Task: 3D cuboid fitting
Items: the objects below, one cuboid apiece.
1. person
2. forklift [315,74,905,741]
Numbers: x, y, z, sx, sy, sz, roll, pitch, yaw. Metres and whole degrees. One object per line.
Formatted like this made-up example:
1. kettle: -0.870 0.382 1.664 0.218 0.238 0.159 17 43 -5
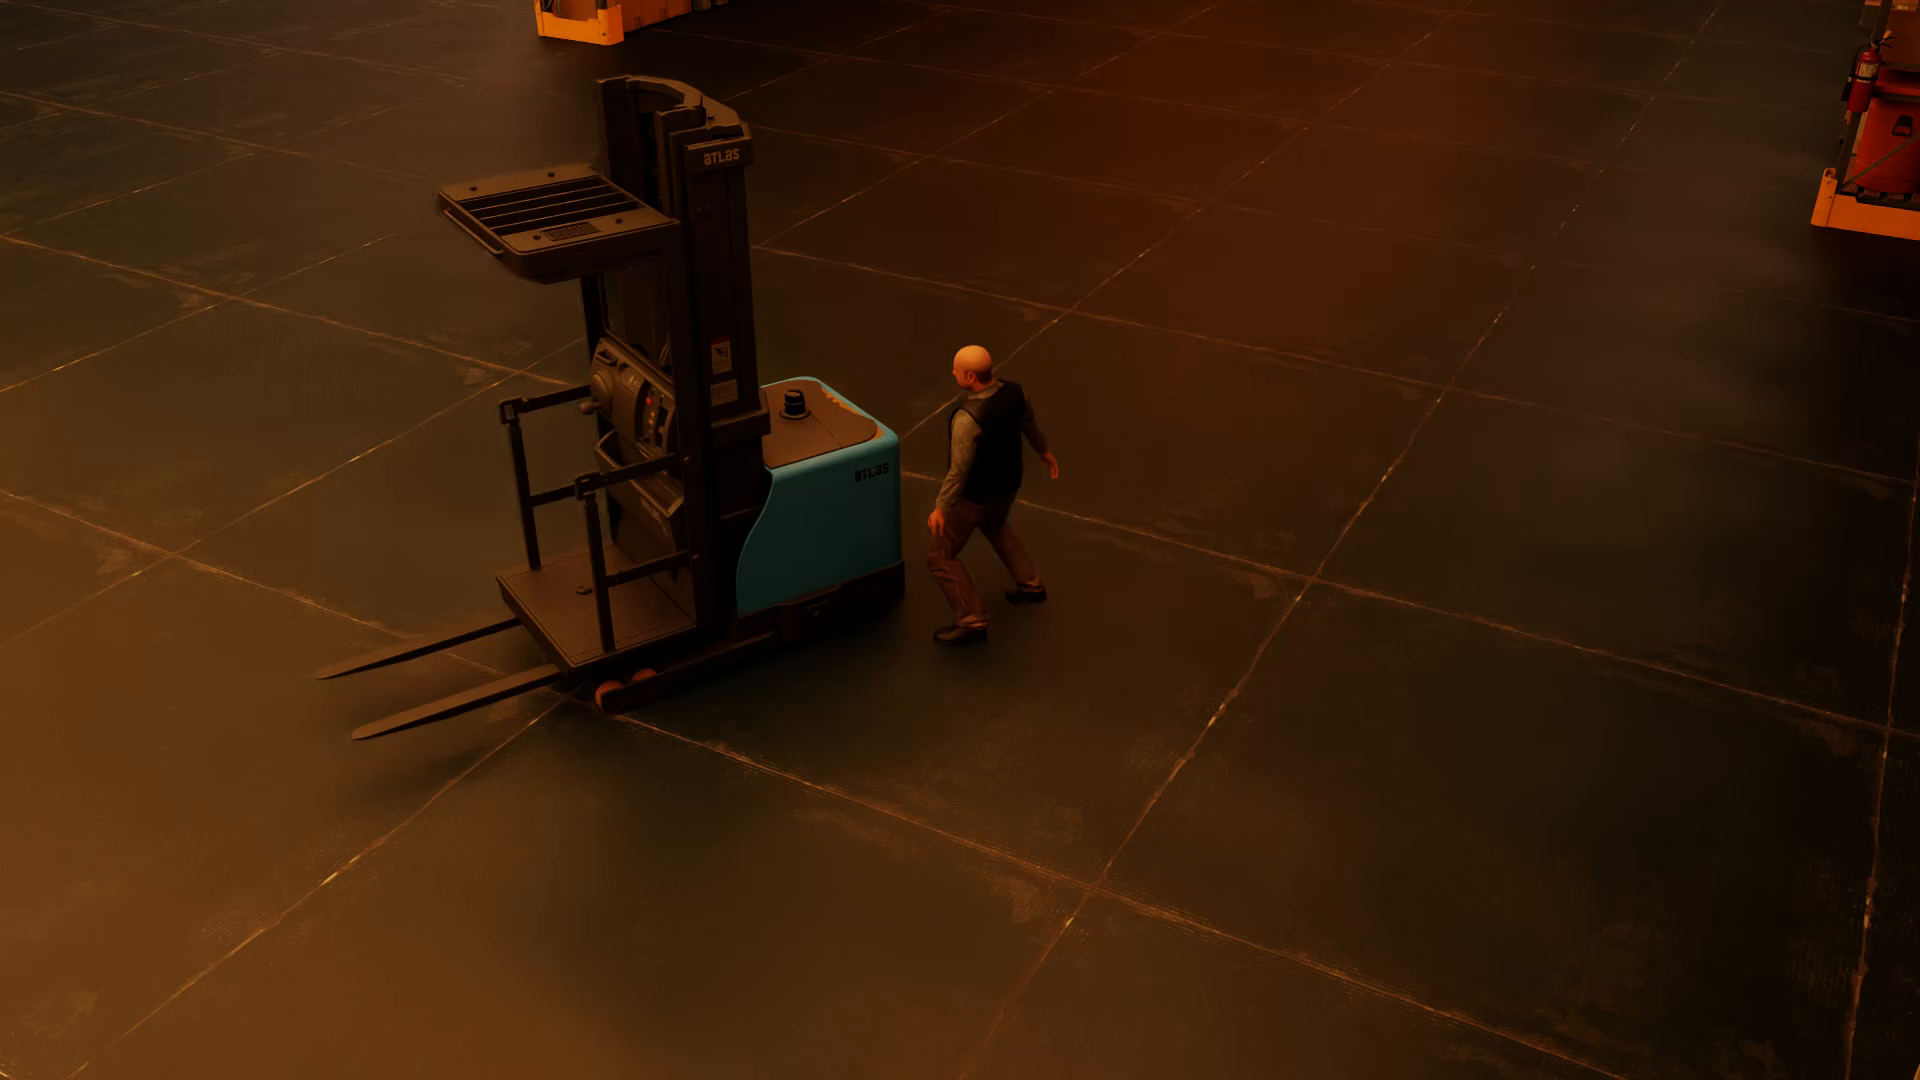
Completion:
1. person: 0.183 -0.299 8.891 0.482 1.641 0.871 25 38 36
2. forklift: -1.816 -0.686 8.259 3.031 2.935 1.130 -19 35 -29
